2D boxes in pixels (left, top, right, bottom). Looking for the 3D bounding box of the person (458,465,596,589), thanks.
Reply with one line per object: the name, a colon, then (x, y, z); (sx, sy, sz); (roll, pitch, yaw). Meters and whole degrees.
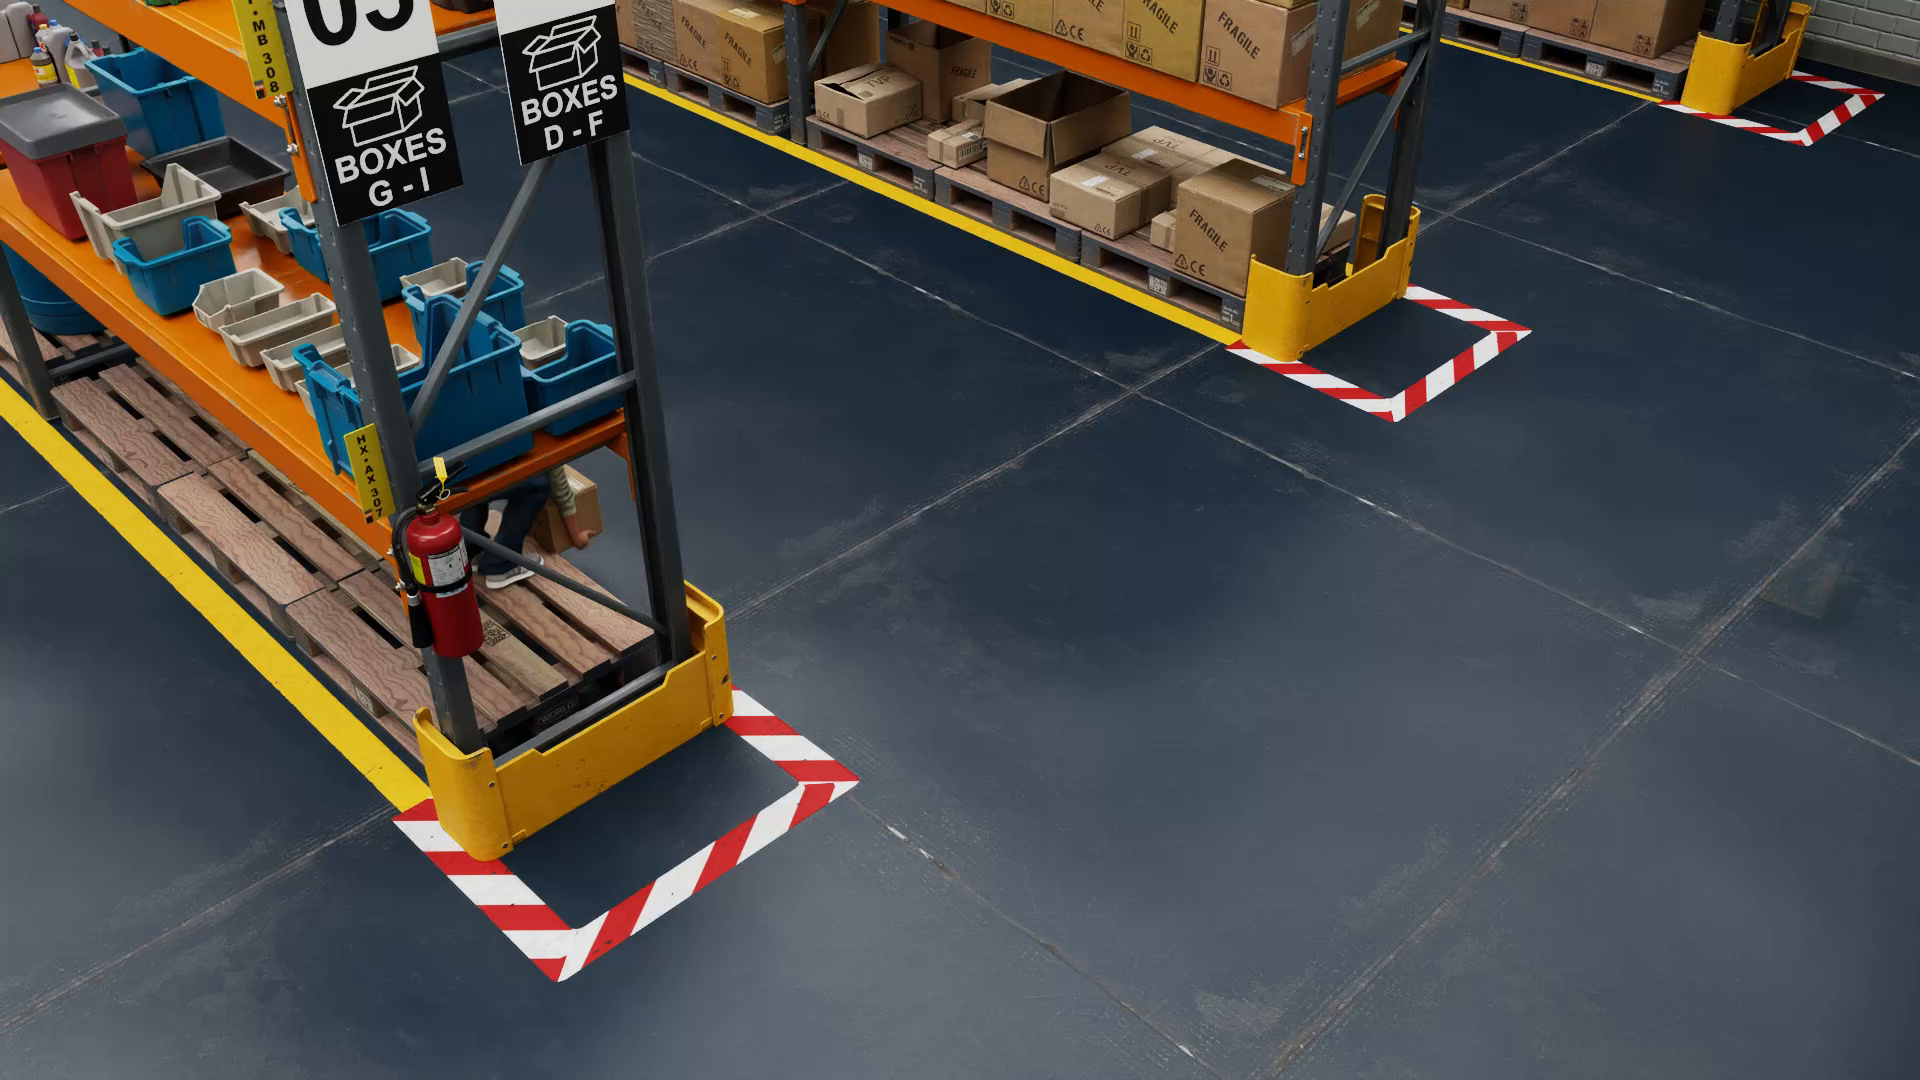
person: (-1.866, -0.242, 6.850); (0.423, 0.811, 0.866); (24, 42, 29)
